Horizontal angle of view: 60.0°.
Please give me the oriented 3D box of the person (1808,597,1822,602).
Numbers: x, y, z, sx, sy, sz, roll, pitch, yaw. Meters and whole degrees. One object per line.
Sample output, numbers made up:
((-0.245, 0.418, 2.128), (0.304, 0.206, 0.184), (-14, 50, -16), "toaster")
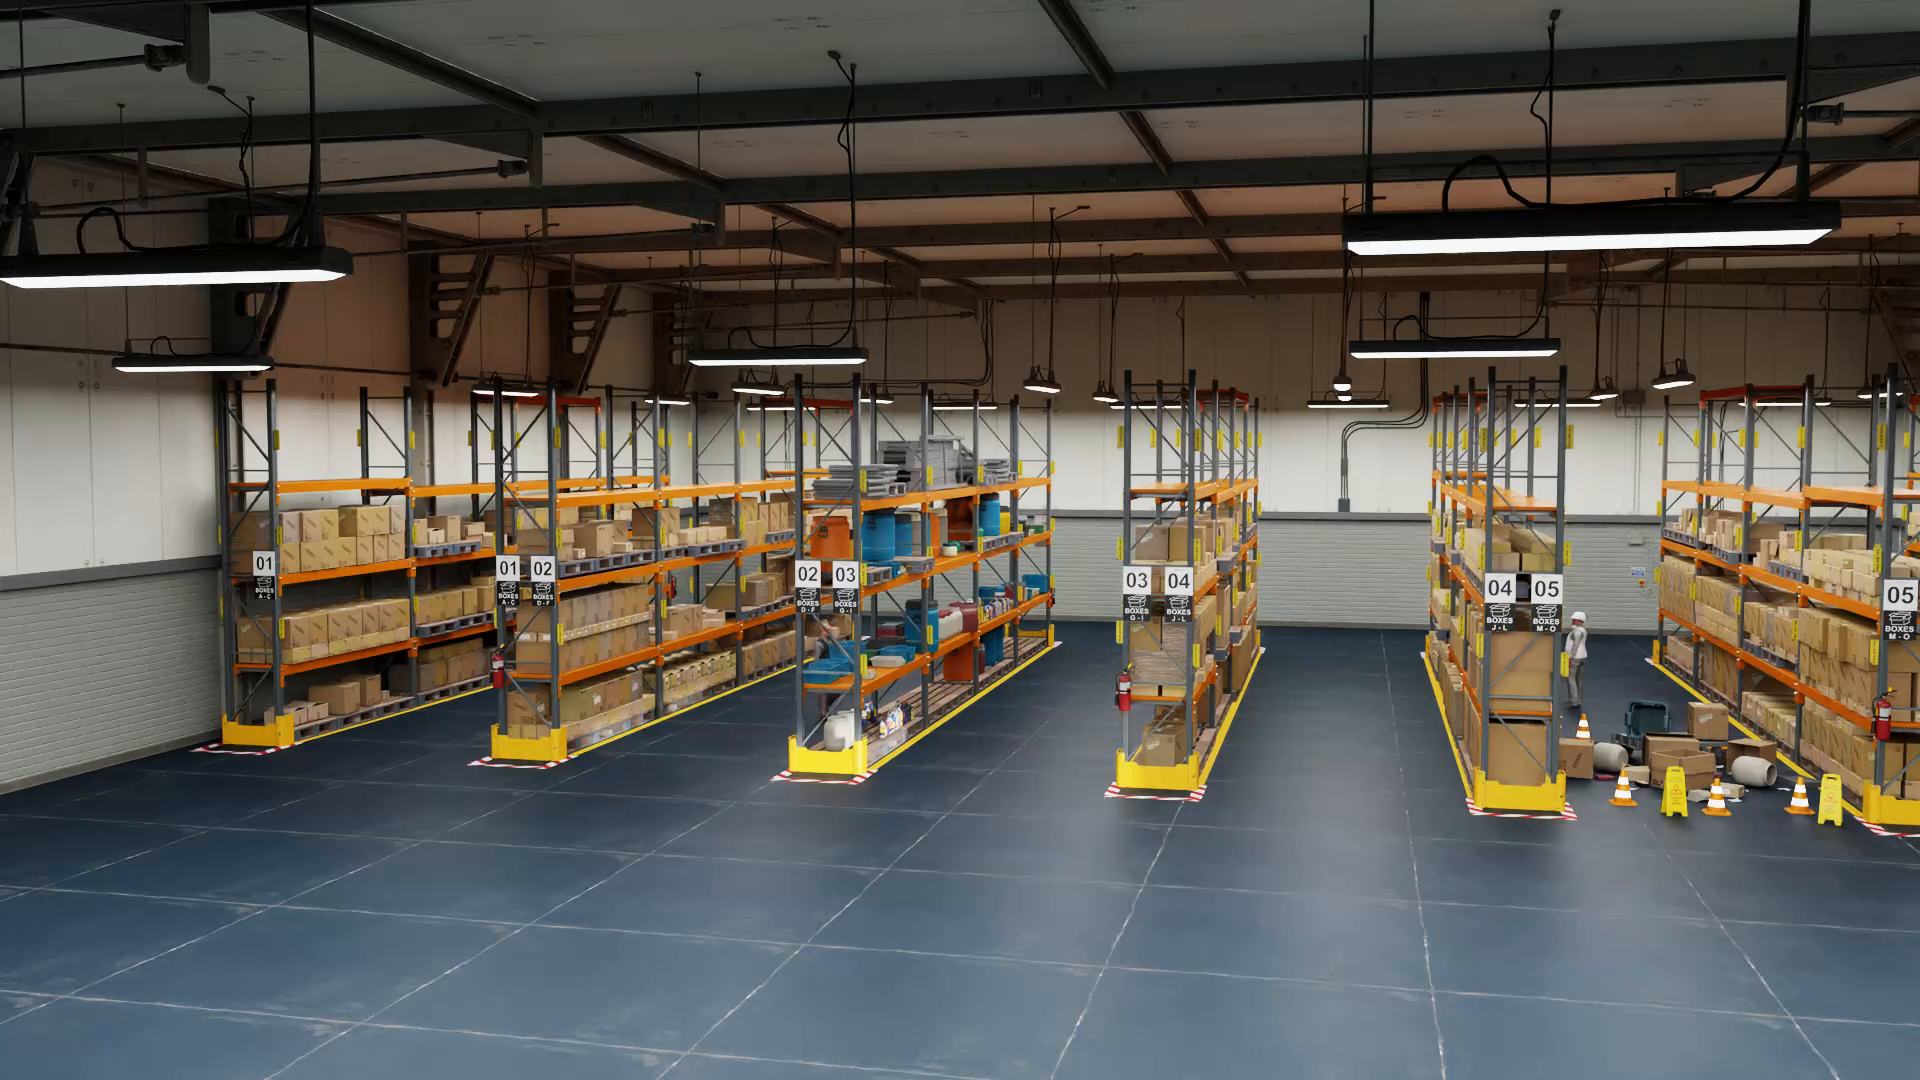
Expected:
((20.560, 1.770, 40.207), (0.544, 1.709, 0.475), (0, 3, -3), "person")

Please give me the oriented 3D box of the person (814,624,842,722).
((-2.351, 2.357, 29.698), (0.529, 1.725, 0.653), (3, 4, 39), "person")

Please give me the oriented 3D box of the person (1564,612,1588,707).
((11.613, 2.253, 31.405), (0.598, 1.807, 0.445), (-3, 5, -41), "person")
